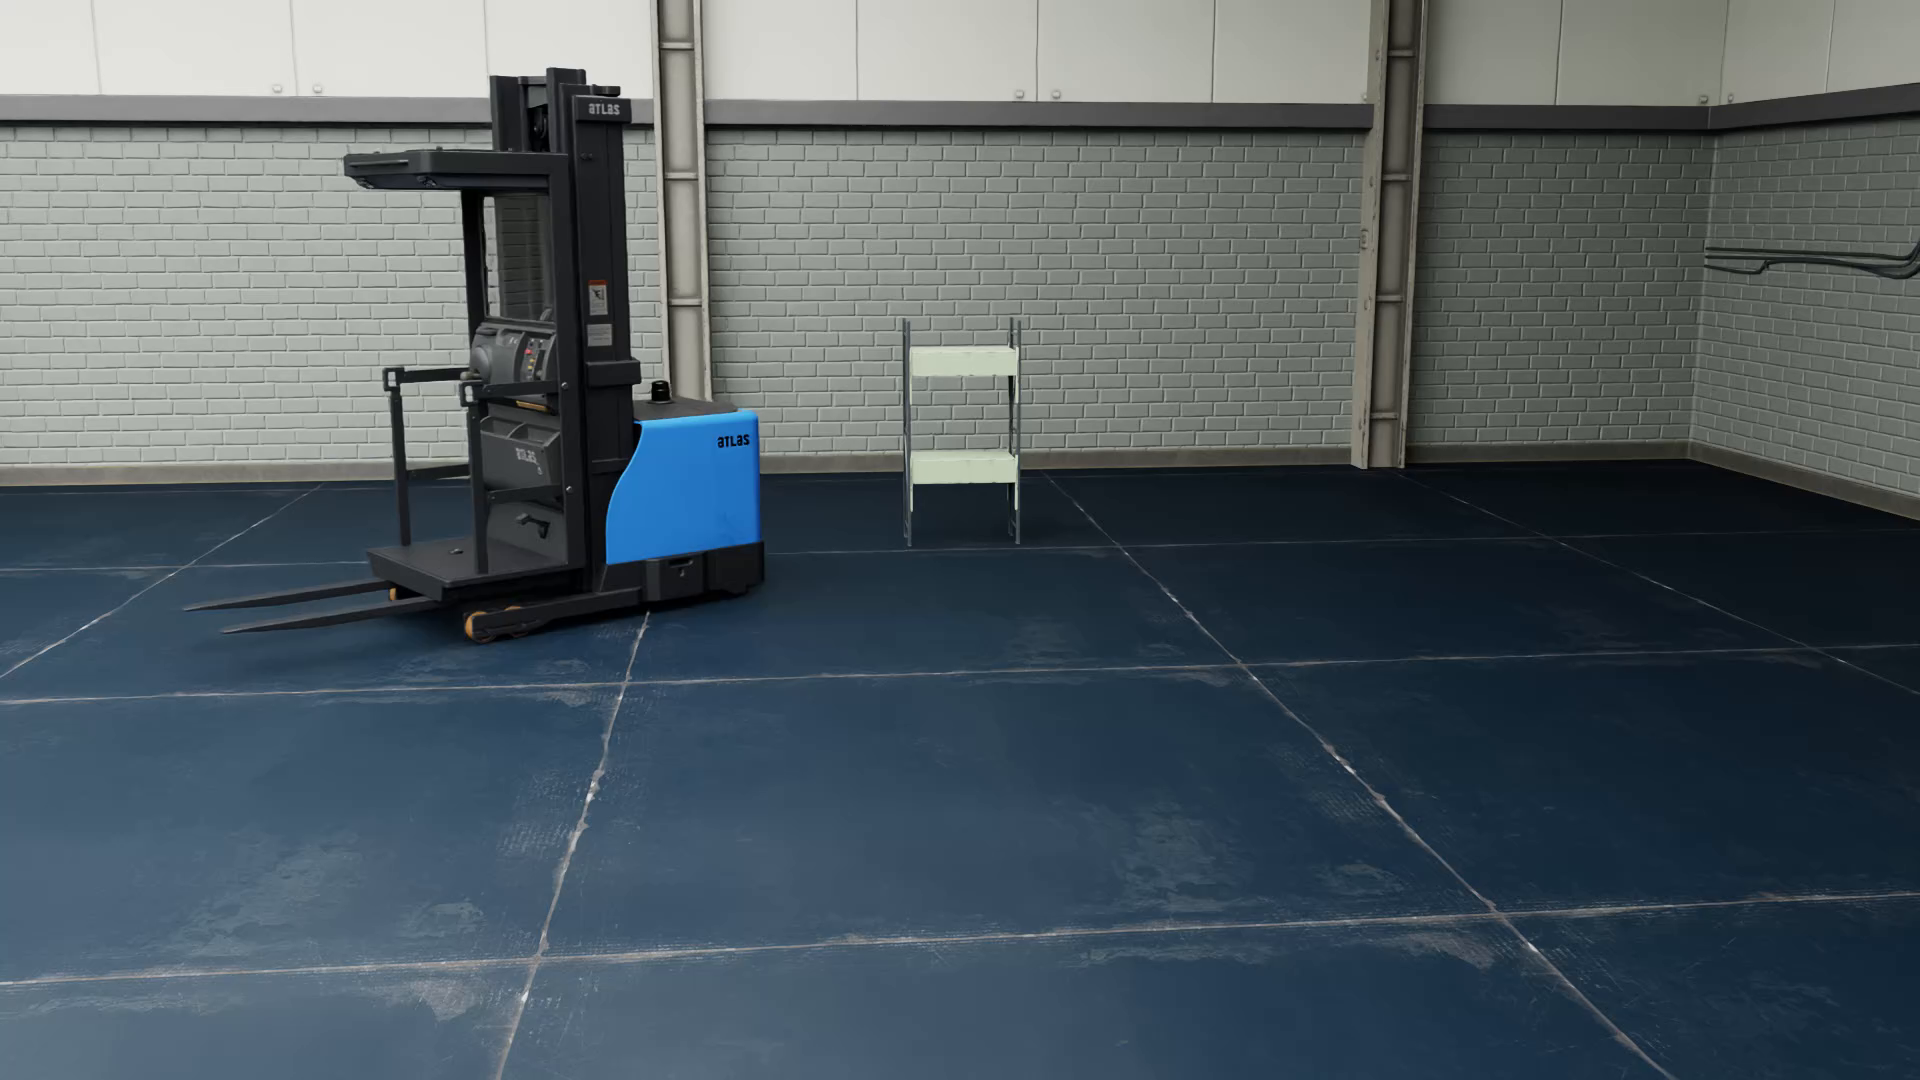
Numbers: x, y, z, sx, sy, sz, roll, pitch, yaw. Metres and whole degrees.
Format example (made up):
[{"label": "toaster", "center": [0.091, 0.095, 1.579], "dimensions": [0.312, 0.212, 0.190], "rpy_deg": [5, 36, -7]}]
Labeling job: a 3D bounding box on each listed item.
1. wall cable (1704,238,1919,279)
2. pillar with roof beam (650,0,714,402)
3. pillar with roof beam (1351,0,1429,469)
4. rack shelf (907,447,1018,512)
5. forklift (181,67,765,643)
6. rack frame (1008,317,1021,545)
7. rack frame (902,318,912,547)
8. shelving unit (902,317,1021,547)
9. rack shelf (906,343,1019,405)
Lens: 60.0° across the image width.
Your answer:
[{"label": "wall cable", "center": [6.762, -3.356, 13.162], "dimensions": [0.112, 2.526, 3.097], "rpy_deg": [-1, 11, -6]}, {"label": "pillar with roof beam", "center": [-1.810, -4.122, 9.005], "dimensions": [0.400, 9.000, 9.100], "rpy_deg": [-1, 11, -6]}, {"label": "pillar with roof beam", "center": [4.155, -4.247, 9.641], "dimensions": [0.400, 9.000, 9.100], "rpy_deg": [-1, 11, -6]}, {"label": "rack shelf", "center": [0.007, -0.416, 11.287], "dimensions": [0.720, 0.370, 0.431], "rpy_deg": [-1, 11, -6]}, {"label": "forklift", "center": [-2.597, -1.016, 8.936], "dimensions": [3.031, 2.935, 1.130], "rpy_deg": [-9, 15, -40]}, {"label": "rack frame", "center": [0.370, -0.744, 11.263], "dimensions": [0.023, 1.500, 0.400], "rpy_deg": [-1, 11, -6]}, {"label": "rack frame", "center": [-0.357, -0.728, 11.185], "dimensions": [0.023, 1.500, 0.400], "rpy_deg": [-1, 11, -6]}, {"label": "shelving unit", "center": [0.007, -0.736, 11.224], "dimensions": [0.755, 1.500, 0.431], "rpy_deg": [-1, 11, -6]}, {"label": "rack shelf", "center": [0.007, -1.119, 11.149], "dimensions": [0.720, 0.370, 0.431], "rpy_deg": [-1, 11, -6]}]
